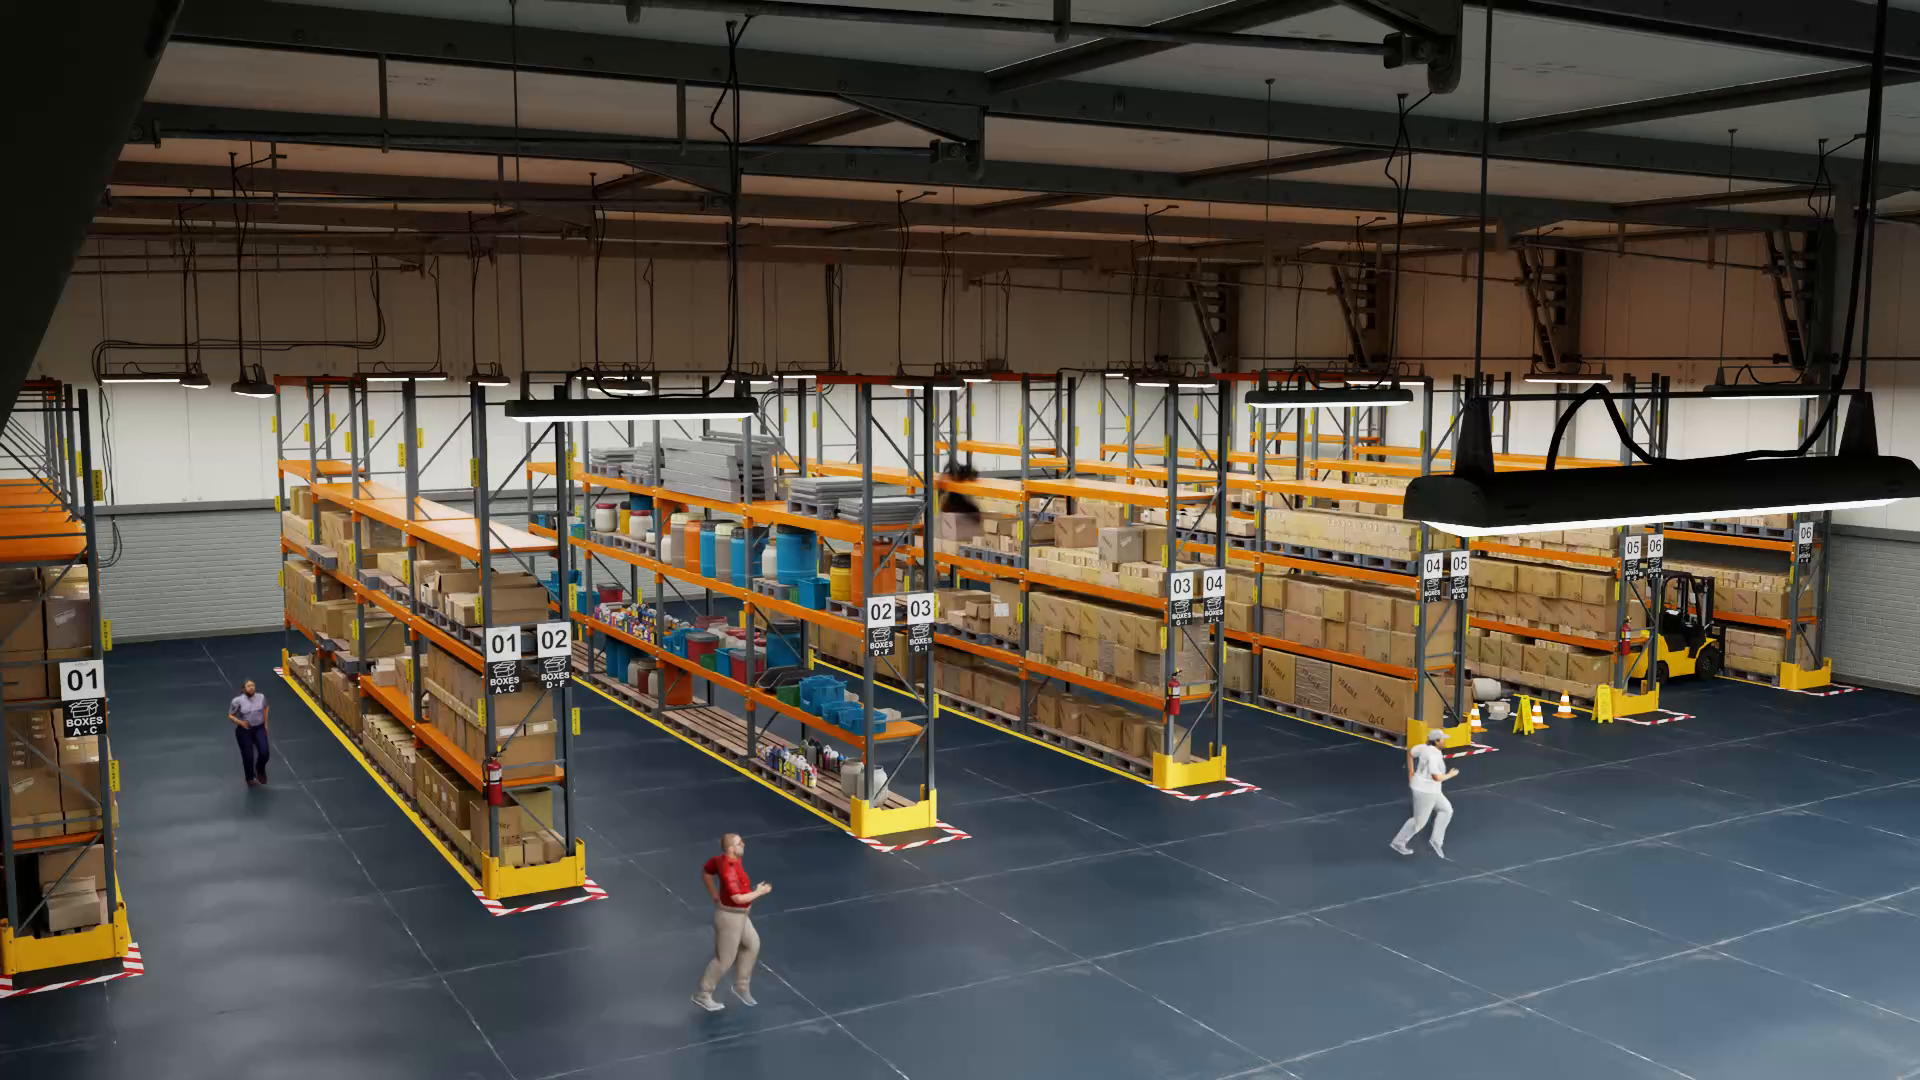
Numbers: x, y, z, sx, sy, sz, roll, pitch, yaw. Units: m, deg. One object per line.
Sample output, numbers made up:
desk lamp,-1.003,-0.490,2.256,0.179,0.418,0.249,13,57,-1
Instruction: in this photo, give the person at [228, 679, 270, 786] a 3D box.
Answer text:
person,-10.444,2.845,24.521,0.604,1.610,0.581,-4,8,-35

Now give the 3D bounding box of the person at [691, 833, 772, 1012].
person,-2.215,3.727,16.116,0.792,1.813,0.663,-1,6,-8

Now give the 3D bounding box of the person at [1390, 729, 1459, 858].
person,5.883,3.217,21.059,0.816,1.690,0.627,1,6,7
